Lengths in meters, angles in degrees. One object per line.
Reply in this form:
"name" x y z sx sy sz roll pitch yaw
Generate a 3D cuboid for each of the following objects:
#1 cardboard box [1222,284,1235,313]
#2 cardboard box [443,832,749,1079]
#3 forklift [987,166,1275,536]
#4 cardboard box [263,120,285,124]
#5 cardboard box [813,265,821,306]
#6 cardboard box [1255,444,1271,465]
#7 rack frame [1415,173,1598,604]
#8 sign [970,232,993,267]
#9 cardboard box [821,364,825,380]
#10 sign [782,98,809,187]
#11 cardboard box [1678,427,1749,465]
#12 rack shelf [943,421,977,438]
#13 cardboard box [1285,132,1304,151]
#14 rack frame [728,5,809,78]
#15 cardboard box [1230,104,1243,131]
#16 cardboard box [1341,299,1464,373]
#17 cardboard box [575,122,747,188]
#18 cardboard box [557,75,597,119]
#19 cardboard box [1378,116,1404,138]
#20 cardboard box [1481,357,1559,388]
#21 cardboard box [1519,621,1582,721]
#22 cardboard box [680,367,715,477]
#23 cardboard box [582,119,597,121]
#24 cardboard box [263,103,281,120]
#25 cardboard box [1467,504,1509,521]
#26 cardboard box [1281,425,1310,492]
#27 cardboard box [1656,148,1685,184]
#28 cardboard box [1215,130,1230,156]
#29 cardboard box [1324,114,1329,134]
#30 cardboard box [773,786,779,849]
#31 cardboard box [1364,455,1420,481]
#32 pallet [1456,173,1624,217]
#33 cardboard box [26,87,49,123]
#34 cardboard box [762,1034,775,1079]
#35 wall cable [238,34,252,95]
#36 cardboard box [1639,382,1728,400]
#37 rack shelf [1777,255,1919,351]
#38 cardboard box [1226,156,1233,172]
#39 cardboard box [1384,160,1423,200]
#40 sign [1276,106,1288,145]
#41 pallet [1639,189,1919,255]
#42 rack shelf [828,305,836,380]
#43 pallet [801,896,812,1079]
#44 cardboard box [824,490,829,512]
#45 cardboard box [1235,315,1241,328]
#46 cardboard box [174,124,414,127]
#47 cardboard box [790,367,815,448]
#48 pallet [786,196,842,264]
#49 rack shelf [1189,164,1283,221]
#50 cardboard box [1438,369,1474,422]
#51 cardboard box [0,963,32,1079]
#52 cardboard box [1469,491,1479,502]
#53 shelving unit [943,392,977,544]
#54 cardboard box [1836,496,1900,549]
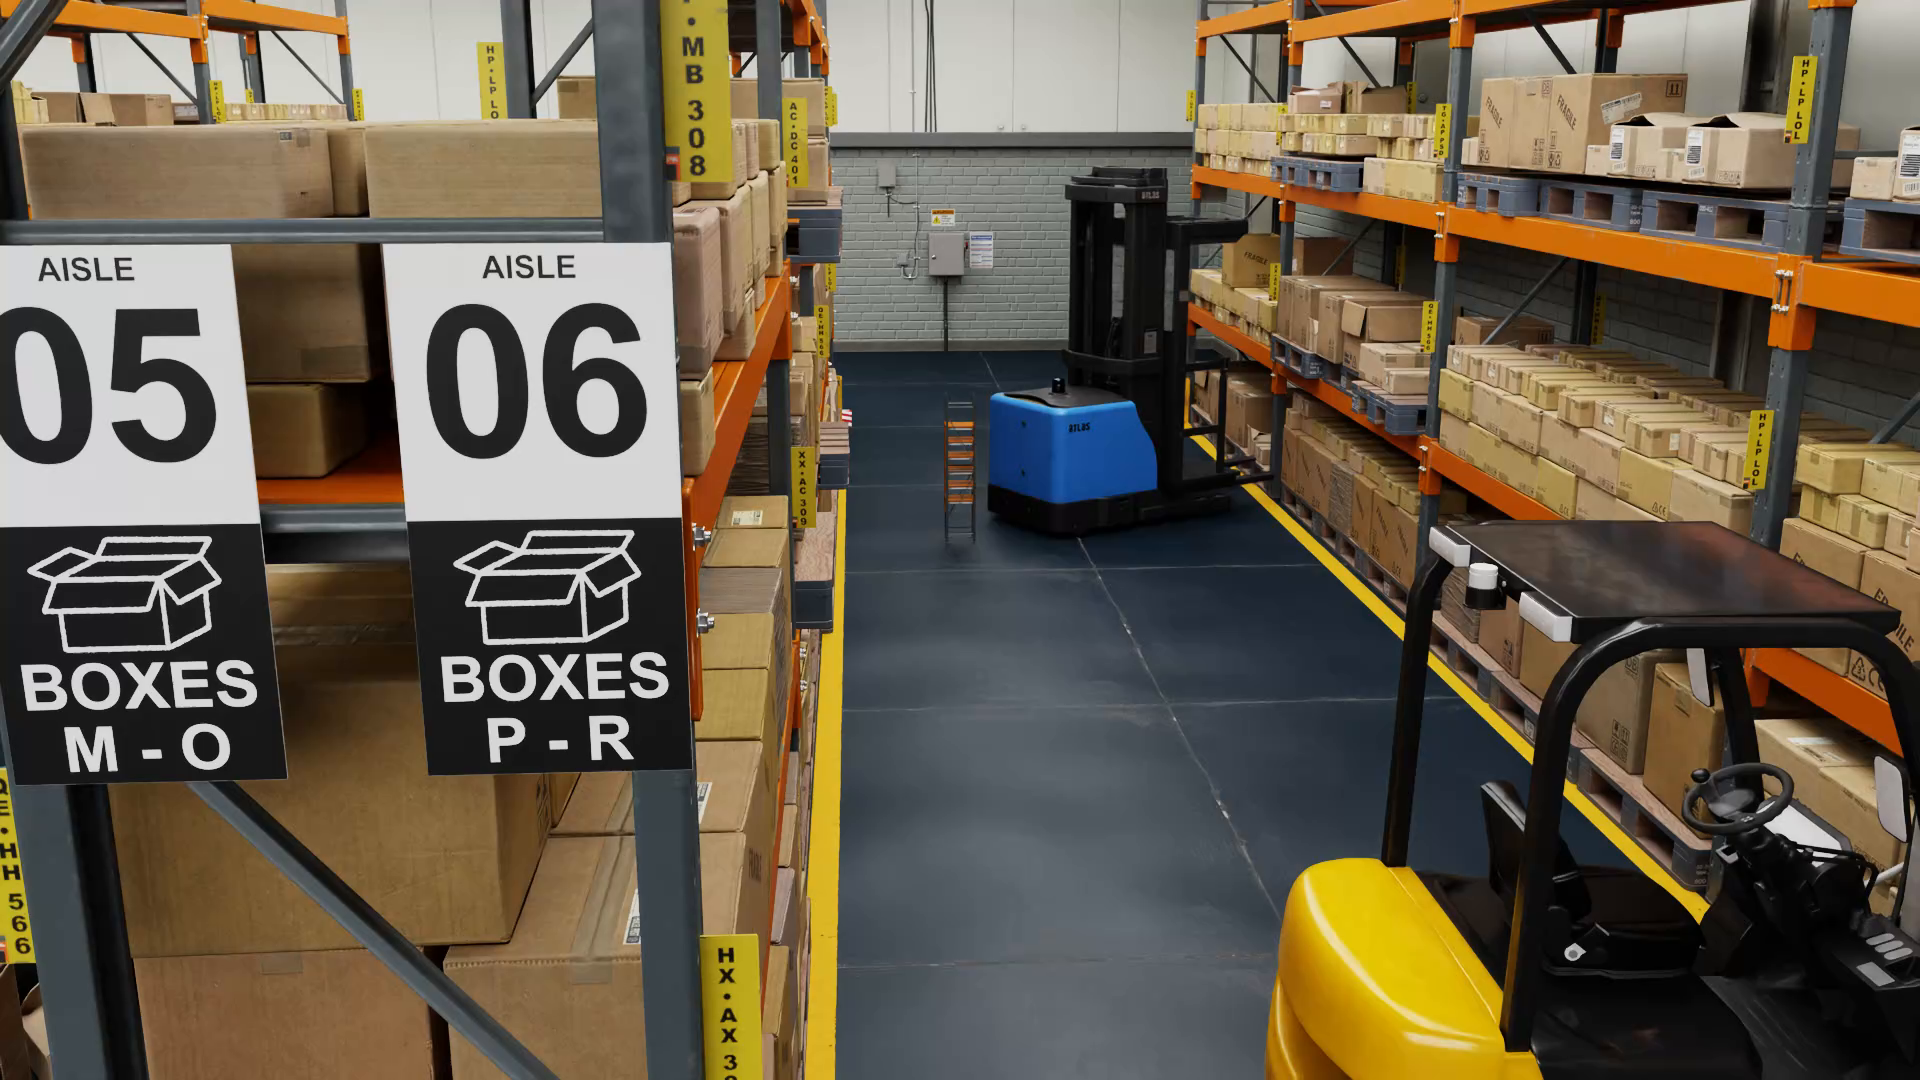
"cardboard box" 2.926 -2.415 16.599 0.500 0.250 0.500 -1 14 -5
"cardboard box" -0.667 0.903 3.200 0.500 0.500 0.500 -1 14 -4
"forklift" 1.745 -1.716 14.314 3.031 2.935 1.130 -9 17 -32
"cardboard box" -6.426 -3.660 15.011 0.500 0.250 0.500 -1 14 -2
"cardboard box" -1.254 -1.683 11.842 0.500 0.500 0.500 0 14 -2
"cardboard box" 2.968 -0.801 15.499 0.380 0.149 0.250 -1 14 -5
"rack frame" 3.544 -0.850 10.809 1.000 3.000 0.127 -1 14 -3
"sign" 0.307 -4.173 23.916 0.329 0.494 0.001 -1 14 -3
"cardboard box" -1.348 -1.460 13.482 0.500 0.250 0.500 -1 14 -4
"sign" -0.621 -1.491 6.243 0.100 0.325 0.005 -1 14 -3
"cardboard box" 3.552 -0.425 7.654 0.380 0.149 0.250 -1 14 -3
"rack shelf" 0.001 -0.883 13.284 0.258 0.103 0.180 -1 14 -3
"cardboard box" 2.899 -3.282 13.703 0.380 0.149 0.250 -1 14 -3
"rack frame" -1.410 -3.678 9.760 1.000 3.000 0.127 -1 14 -3
"cardboard box" 2.924 -4.113 16.174 0.500 0.250 0.500 0 14 -2
"cardboard box" 3.258 -1.506 12.311 0.797 0.503 0.637 -1 14 -5
"cardboard box" -0.705 -0.907 3.915 0.380 0.149 0.250 0 14 -2
"cardboard box" -1.325 -1.745 6.724 0.500 0.250 0.500 -1 14 -2
"cardboard box" 3.165 -2.908 11.692 0.380 0.149 0.250 -1 14 -5
"cardboard box" 3.329 -0.999 9.885 0.380 0.149 0.250 0 14 -2
"cardboard box" 3.659 0.582 9.167 0.875 0.625 0.625 -1 15 -6
"cardboard box" -0.611 -0.201 2.772 0.380 0.149 0.250 -1 14 -3
"cardboard box" -1.423 -1.347 5.626 0.380 0.149 0.250 0 14 -2
"cardboard box" -6.402 -3.884 15.081 0.380 0.149 0.250 0 14 -1
"cardboard box" 3.797 0.048 11.492 0.500 0.500 0.500 0 14 -1
"cardboard box" 3.101 -0.714 14.453 0.500 0.500 0.500 0 14 -1
"cardboard box" 3.420 -1.707 7.580 0.380 0.149 0.250 -1 14 -4
"cardboard box" 2.874 -3.995 16.719 0.500 0.250 0.500 -1 14 -5
"cardboard box" 3.054 -3.235 12.924 0.380 0.149 0.250 -1 14 -3
"cardboard box" -0.734 0.800 4.903 0.380 0.149 0.250 -1 14 -3
"cardboard box" 3.253 -0.538 12.468 0.380 0.149 0.250 -1 14 -4
"pallet" 3.675 -2.044 9.808 1.213 0.211 1.003 0 14 -1
"cardboard box" -6.182 -2.838 10.781 0.396 0.266 0.258 -1 14 -3
"cardboard box" -0.727 1.642 4.296 0.500 0.500 0.500 -1 14 -6
"wall cable" -8.707 -8.532 22.170 2.277 5.999 0.120 -1 14 -3
"cardboard box" 3.880 -0.753 8.931 0.380 0.149 0.250 0 14 -2
"rack shelf" 3.915 -0.462 4.725 1.077 0.370 4.000 -1 14 -3
"cardboard box" 2.834 -3.705 16.390 0.380 0.149 0.250 -1 14 -3
"cardboard box" 3.238 -2.479 11.421 0.500 0.250 0.500 -1 14 -3
"sign" 2.755 -3.537 14.197 0.100 0.325 0.005 -1 14 -3
"pallet" 3.724 -1.434 7.444 0.805 0.209 1.217 -1 15 -6
"rack shelf" -1.782 -1.916 16.397 1.077 0.370 4.000 -1 14 -3
"pallet" -1.085 1.740 6.342 1.003 0.211 1.213 -1 14 -3
"cardboard box" -1.421 -0.341 12.255 0.875 0.875 0.875 -1 14 -3
"cardboard box" 2.946 -2.182 16.492 0.380 0.149 0.250 -1 14 -4
"cardboard box" -1.242 -0.707 3.139 0.380 0.149 0.250 -1 14 -4
"cardboard box" -0.954 -0.542 7.973 0.500 0.500 0.500 -1 14 -4
"pallet" -1.094 -1.294 6.894 1.213 0.211 1.003 -1 14 -3
"rack shelf" 3.172 -3.446 16.324 1.077 0.370 4.000 -1 14 -3
"cardboard box" 3.302 -0.905 10.320 0.500 0.250 0.500 -1 14 -3
"cardboard box" -3.616 1.731 5.518 0.797 0.637 0.503 -1 14 -3
"cardboard box" 3.833 -0.358 11.768 0.380 0.149 0.250 0 14 -2
"shelving unit" 0.001 -0.577 13.363 0.258 1.200 0.189 -1 14 -3
"cardboard box" 3.566 -0.070 6.275 0.380 0.149 0.250 -1 14 -2
